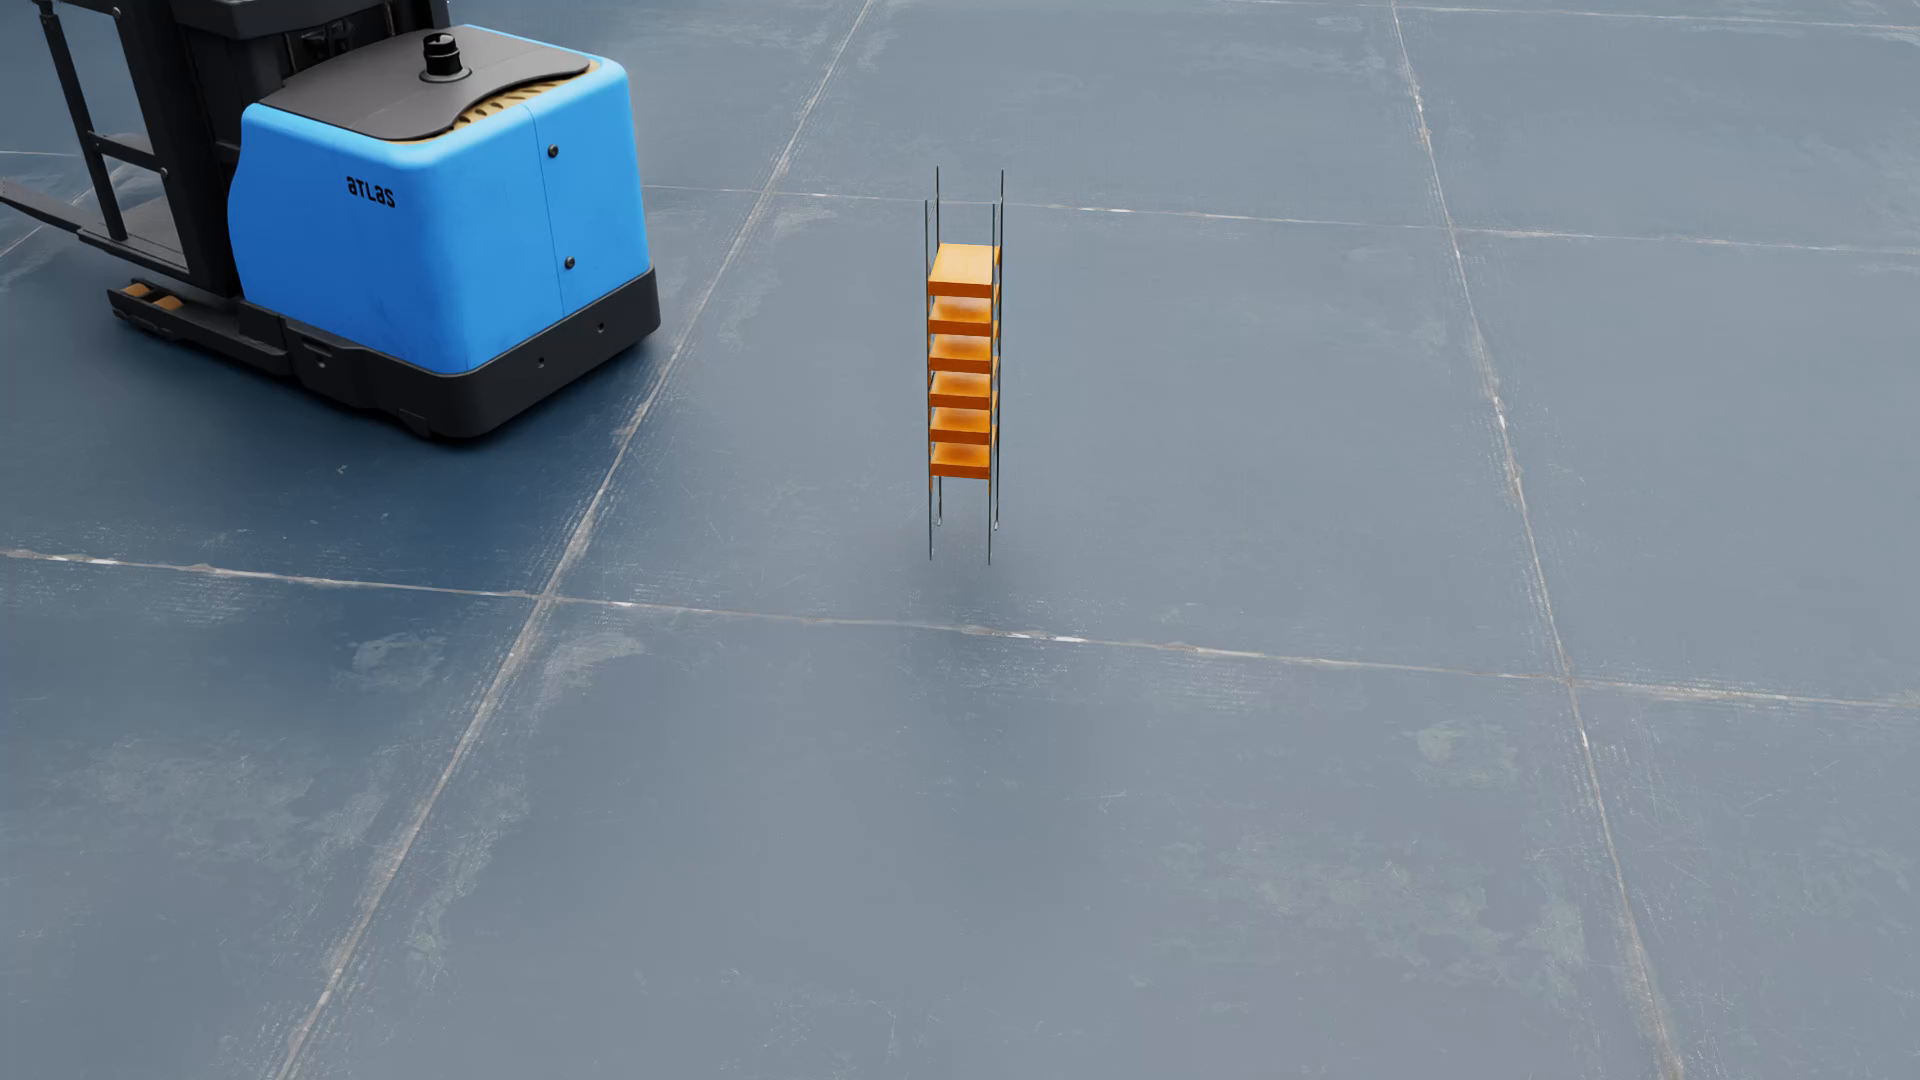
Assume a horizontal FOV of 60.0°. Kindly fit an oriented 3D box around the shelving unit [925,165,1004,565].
[{"bbox_3d":[0.014,-0.487,4.900,0.189,1.200,0.258,4,36,6],"label":"shelving unit"}]

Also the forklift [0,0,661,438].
[{"bbox_3d":[-2.646,-2.183,5.786,3.031,2.935,1.130,20,40,26],"label":"forklift"}]

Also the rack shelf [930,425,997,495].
[{"bbox_3d":[0.014,-0.256,5.065,0.180,0.103,0.258,4,36,6],"label":"rack shelf"}]

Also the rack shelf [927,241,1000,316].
[{"bbox_3d":[0.014,-0.744,4.717,0.180,0.103,0.258,4,36,6],"label":"rack shelf"}]

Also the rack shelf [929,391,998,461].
[{"bbox_3d":[0.014,-0.353,4.995,0.180,0.103,0.258,4,36,6],"label":"rack shelf"}]

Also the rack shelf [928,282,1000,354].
[{"bbox_3d":[0.014,-0.646,4.786,0.180,0.103,0.258,4,36,6],"label":"rack shelf"}]

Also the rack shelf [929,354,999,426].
[{"bbox_3d":[0.014,-0.451,4.926,0.180,0.103,0.258,4,36,6],"label":"rack shelf"}]

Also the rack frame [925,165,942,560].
[{"bbox_3d":[-0.076,-0.494,4.909,0.006,1.200,0.240,4,36,6],"label":"rack frame"}]

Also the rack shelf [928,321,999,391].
[{"bbox_3d":[0.014,-0.549,4.856,0.180,0.103,0.258,4,36,6],"label":"rack shelf"}]

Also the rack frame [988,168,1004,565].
[{"bbox_3d":[0.105,-0.481,4.890,0.006,1.200,0.240,4,36,6],"label":"rack frame"}]
